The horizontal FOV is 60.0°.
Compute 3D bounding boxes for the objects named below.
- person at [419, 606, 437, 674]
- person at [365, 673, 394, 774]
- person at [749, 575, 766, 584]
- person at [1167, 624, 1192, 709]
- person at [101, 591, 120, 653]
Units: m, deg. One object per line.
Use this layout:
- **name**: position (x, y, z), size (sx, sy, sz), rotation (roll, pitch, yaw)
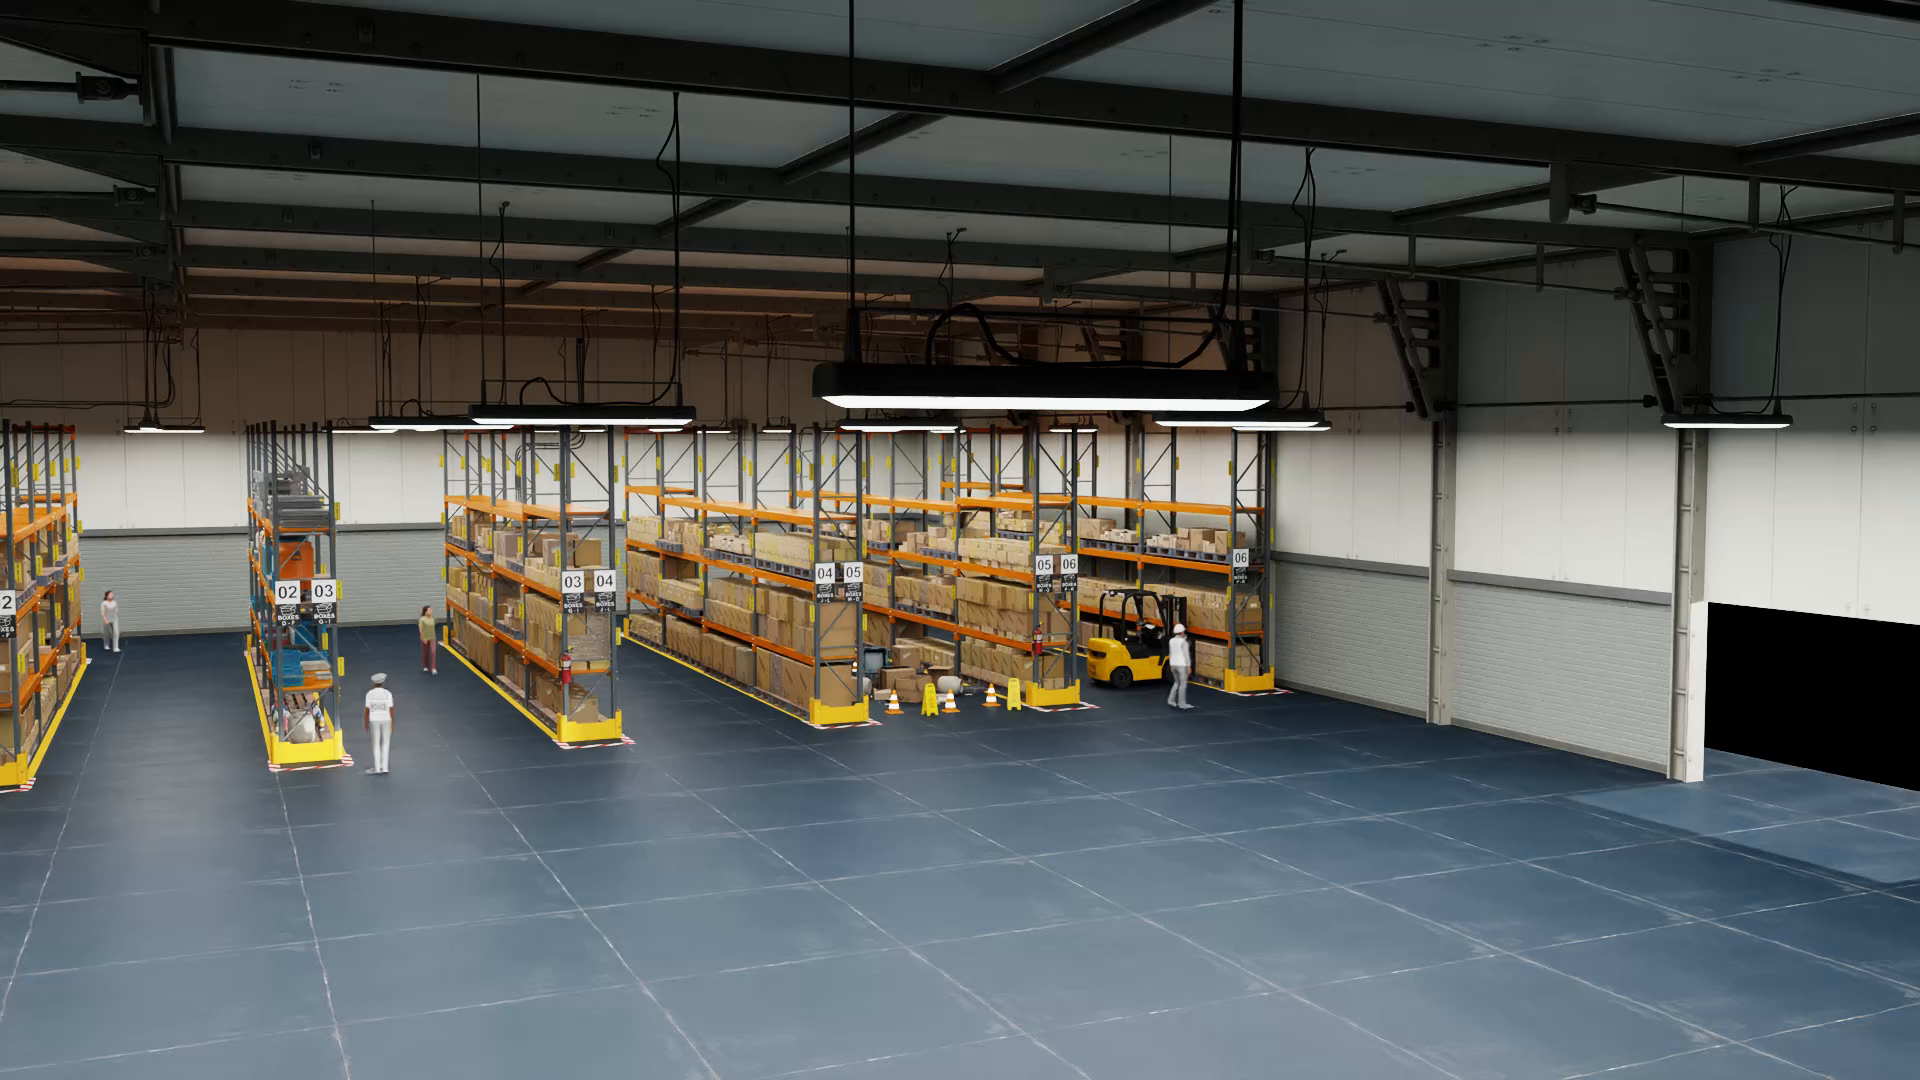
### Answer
- **person**: position (-12.803, 2.394, 39.996), size (0.409, 1.615, 0.997), rotation (-1, 4, -20)
- **person**: position (-9.864, 3.116, 28.254), size (0.503, 1.703, 0.379), rotation (-1, 4, -11)
- **person**: position (-6.457, 1.542, 52.520), size (0.557, 1.801, 0.493), rotation (-3, 5, -44)
- **person**: position (4.668, 2.662, 34.985), size (0.396, 1.802, 0.589), rotation (-2, 4, -33)
- **person**: position (-22.515, 2.157, 44.032), size (0.424, 1.627, 0.985), rotation (-3, 4, -36)
